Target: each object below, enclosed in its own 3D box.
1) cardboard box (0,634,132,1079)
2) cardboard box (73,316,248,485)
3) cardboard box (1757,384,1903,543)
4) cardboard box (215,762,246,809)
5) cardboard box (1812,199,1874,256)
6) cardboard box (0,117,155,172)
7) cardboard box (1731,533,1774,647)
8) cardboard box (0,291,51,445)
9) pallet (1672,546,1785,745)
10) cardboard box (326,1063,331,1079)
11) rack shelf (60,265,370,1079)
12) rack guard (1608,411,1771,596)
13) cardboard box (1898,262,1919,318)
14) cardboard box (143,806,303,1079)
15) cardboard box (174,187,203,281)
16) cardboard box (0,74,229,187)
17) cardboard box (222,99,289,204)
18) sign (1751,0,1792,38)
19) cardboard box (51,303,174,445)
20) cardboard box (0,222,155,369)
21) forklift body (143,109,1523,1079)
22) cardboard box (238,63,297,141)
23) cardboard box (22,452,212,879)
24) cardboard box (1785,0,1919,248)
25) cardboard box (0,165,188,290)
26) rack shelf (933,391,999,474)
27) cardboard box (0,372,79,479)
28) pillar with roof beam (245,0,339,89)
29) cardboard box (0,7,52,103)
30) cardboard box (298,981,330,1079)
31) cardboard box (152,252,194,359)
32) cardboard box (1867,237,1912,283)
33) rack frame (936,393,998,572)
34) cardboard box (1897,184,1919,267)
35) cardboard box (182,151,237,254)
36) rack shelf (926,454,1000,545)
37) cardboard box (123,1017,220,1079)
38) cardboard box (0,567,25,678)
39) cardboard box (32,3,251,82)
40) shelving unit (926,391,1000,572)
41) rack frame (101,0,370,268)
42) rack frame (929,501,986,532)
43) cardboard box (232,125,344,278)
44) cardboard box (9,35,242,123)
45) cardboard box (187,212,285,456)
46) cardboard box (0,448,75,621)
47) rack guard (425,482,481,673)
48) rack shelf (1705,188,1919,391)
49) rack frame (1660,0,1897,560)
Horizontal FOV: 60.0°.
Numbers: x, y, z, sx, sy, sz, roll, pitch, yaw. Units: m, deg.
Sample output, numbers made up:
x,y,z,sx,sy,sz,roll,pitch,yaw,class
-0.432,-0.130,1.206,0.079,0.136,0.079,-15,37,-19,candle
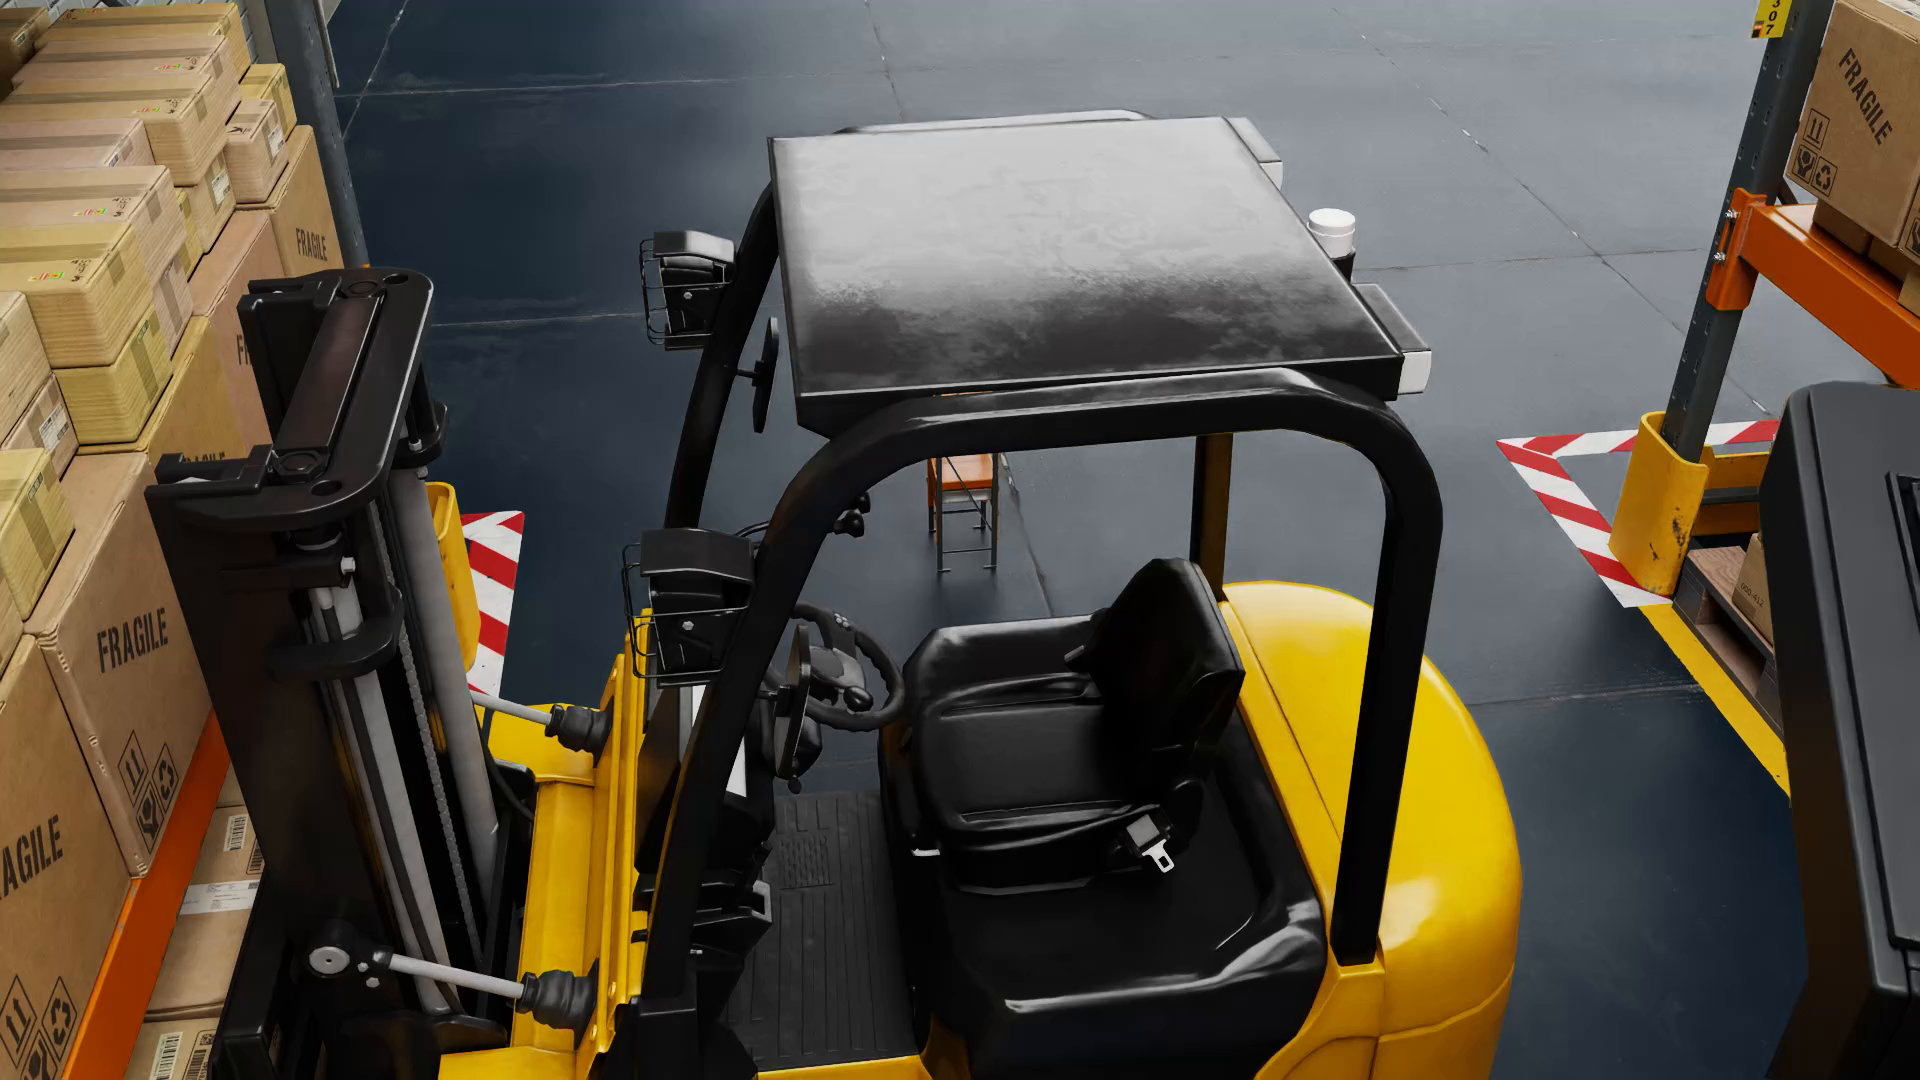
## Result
x,y,z,sx,sy,sz,roll,pitch,yaw,class
-1.525,0.496,2.270,0.500,0.500,0.500,-5,35,-7,cardboard box
-1.650,-0.066,3.095,0.500,0.500,0.500,-5,35,-7,cardboard box
2.650,-0.097,4.631,0.500,0.500,0.500,-5,35,-8,cardboard box
-1.583,0.492,3.545,0.500,0.250,0.500,-4,34,-6,cardboard box
2.653,-0.925,4.667,0.380,0.149,0.250,-4,35,-6,cardboard box
-1.763,-0.681,3.156,0.380,0.149,0.250,-4,34,-6,cardboard box
2.646,0.200,4.862,0.500,0.250,0.500,-5,35,-7,cardboard box
-1.637,-0.249,2.523,0.380,0.149,0.250,-4,34,-6,cardboard box
2.896,0.417,4.951,1.003,0.211,1.213,-4,35,-6,pallet
-1.522,1.191,3.407,0.500,0.250,0.500,-3,34,-5,cardboard box
-1.837,0.557,2.907,1.077,0.370,4.000,-4,35,-6,rack shelf
2.822,-0.159,5.539,1.175,0.500,0.348,-4,35,-6,rack guard
2.656,-0.631,4.235,0.380,0.149,0.250,-5,35,-8,cardboard box
-1.522,0.776,3.129,0.500,0.250,0.500,-5,35,-7,cardboard box
-1.722,-0.564,3.249,0.380,0.149,0.250,-5,35,-7,cardboard box
-1.723,-0.825,3.368,0.380,0.149,0.250,-4,34,-5,cardboard box
-1.718,-0.853,3.673,0.380,0.149,0.250,-4,34,-6,cardboard box
2.274,-1.551,4.593,0.100,0.325,0.005,-4,35,-6,sign
-1.585,-0.279,2.831,0.380,0.149,0.250,-4,34,-6,cardboard box
-1.578,-0.400,2.744,0.380,0.149,0.250,-4,34,-5,cardboard box
-0.043,0.415,3.231,2.313,2.155,1.214,-4,35,-6,forklift body
-1.782,-0.993,3.879,0.380,0.149,0.250,-4,34,-6,cardboard box
-1.571,0.213,2.685,0.500,0.500,0.500,-4,34,-6,cardboard box
2.601,-1.113,4.366,0.500,0.500,0.500,-5,35,-7,cardboard box
-1.618,-0.544,2.955,0.380,0.149,0.250,-4,34,-5,cardboard box
0.007,-0.395,5.416,0.215,0.259,0.240,-4,35,-6,rack shelf
-1.641,-0.133,2.617,0.380,0.149,0.250,-5,35,-7,cardboard box
0.553,-6.552,7.374,9.100,9.000,0.400,-4,35,-6,pillar with roof beam
-2.273,-1.085,3.749,0.380,0.149,0.250,-5,35,-7,cardboard box
-1.520,0.995,3.251,0.500,0.250,0.500,-4,35,-7,cardboard box
-1.639,-0.419,3.036,0.380,0.149,0.250,-5,35,-8,cardboard box
2.701,-0.785,4.461,0.380,0.149,0.250,-4,34,-6,cardboard box
0.024,-0.336,5.311,0.200,1.050,0.008,-4,35,-6,rack frame
2.674,-0.824,3.943,0.500,0.500,0.500,-3,34,-5,cardboard box
-1.744,-0.703,3.454,0.380,0.149,0.250,-4,34,-5,cardboard box
0.007,-0.166,5.573,0.215,0.259,0.240,-4,35,-6,rack shelf
-1.459,1.069,2.698,0.500,0.250,0.500,-3,34,-5,cardboard box
-1.494,0.153,2.198,0.380,0.149,0.250,-5,35,-8,cardboard box
-1.849,-1.104,3.778,0.380,0.149,0.250,-4,35,-6,cardboard box
0.007,-0.404,5.411,0.215,1.050,0.252,-4,35,-6,shelving unit
-2.106,-0.856,4.342,1.000,3.000,0.127,-4,35,-6,rack frame
-0.009,-0.472,5.510,0.200,1.050,0.008,-4,35,-6,rack frame
-1.780,-0.643,3.940,0.500,0.500,0.500,-5,35,-7,cardboard box
-1.785,-0.969,3.579,0.380,0.149,0.250,-4,35,-6,cardboard box
-1.719,-0.352,3.515,0.500,0.500,0.500,-3,34,-5,cardboard box
-1.539,0.005,2.415,0.380,0.149,0.250,-5,35,-7,cardboard box
-2.109,0.164,5.066,1.175,0.500,0.348,-4,35,-6,rack guard
3.081,0.179,3.462,1.077,0.370,4.000,-4,35,-6,rack shelf
2.812,-1.234,4.897,1.000,3.000,0.127,-4,35,-6,rack frame
